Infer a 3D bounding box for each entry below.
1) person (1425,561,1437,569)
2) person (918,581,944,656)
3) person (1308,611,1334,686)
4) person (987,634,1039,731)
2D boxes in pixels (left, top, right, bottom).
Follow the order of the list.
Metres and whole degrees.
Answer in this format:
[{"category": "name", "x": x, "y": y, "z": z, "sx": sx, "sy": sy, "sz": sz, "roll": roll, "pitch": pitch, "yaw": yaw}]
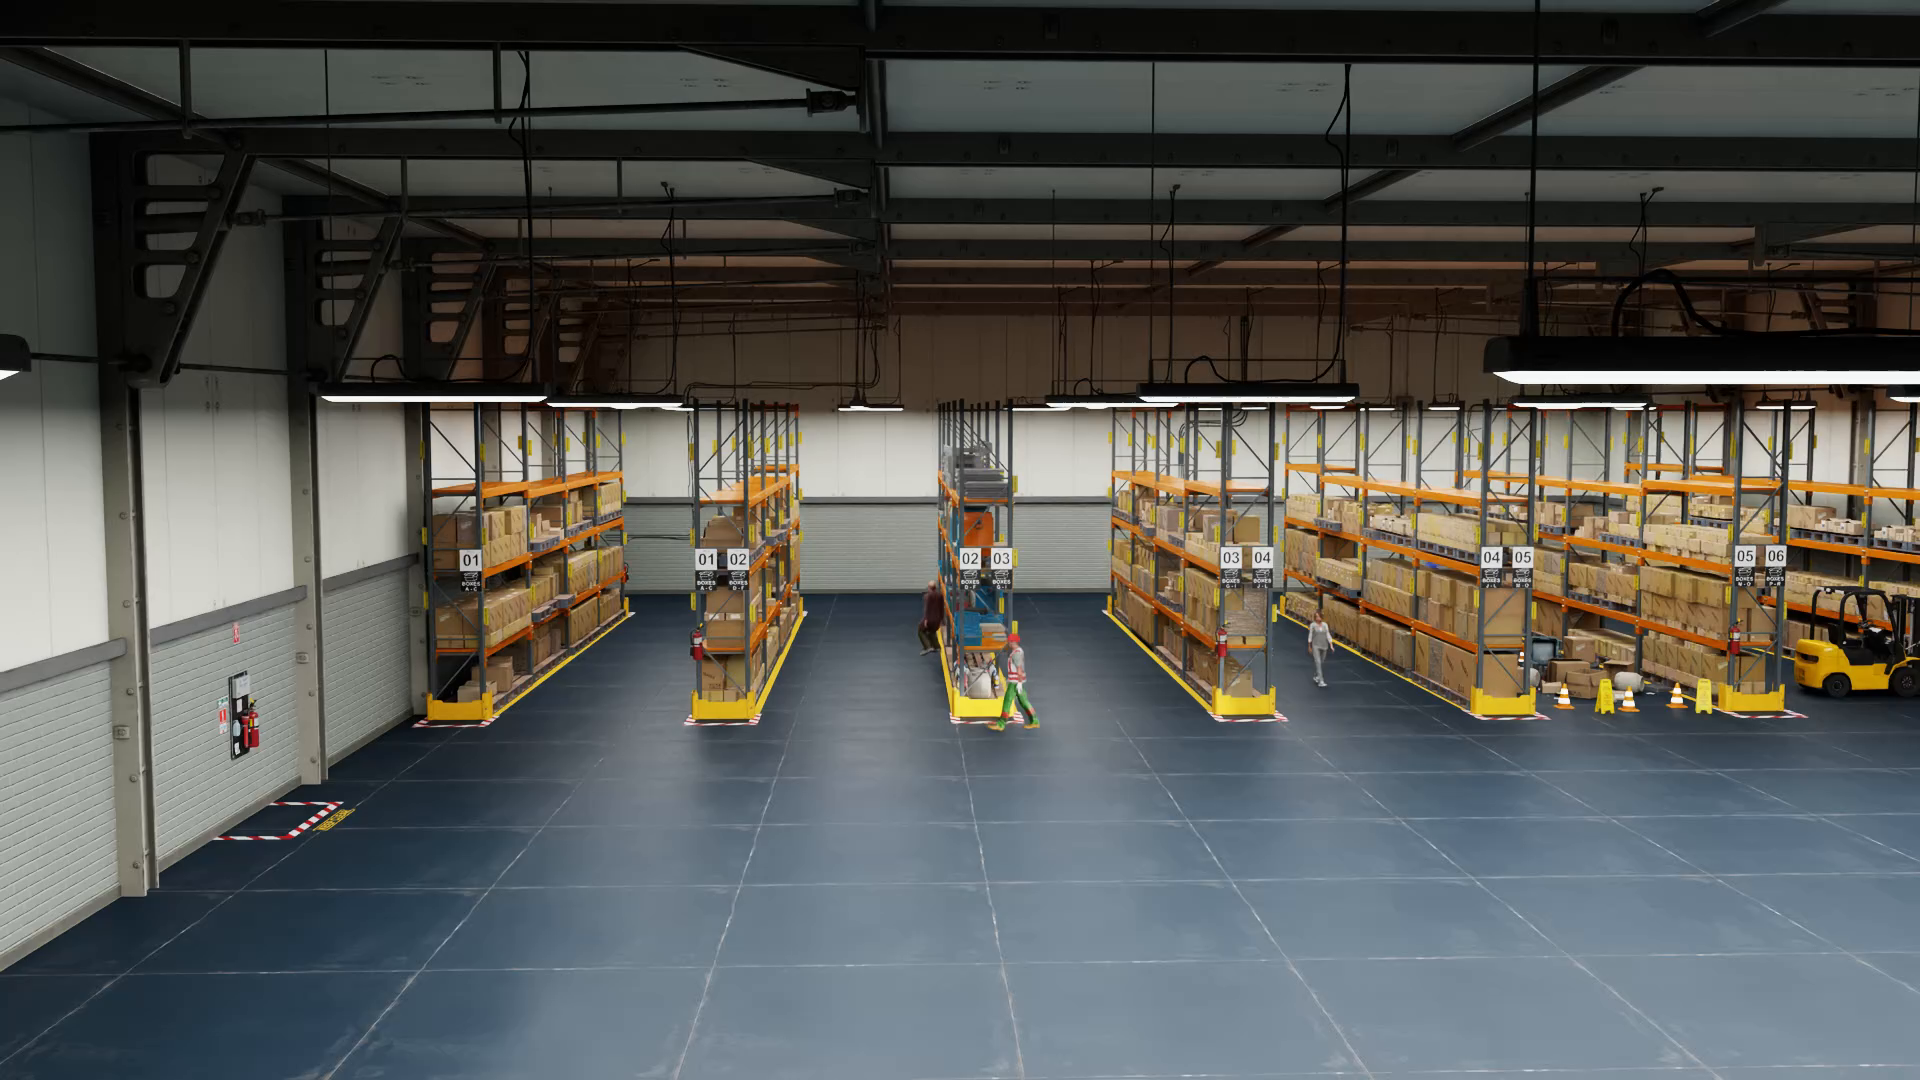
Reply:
[{"category": "person", "x": 13.996, "y": 1.161, "z": 49.288, "sx": 0.923, "sy": 1.614, "sz": 0.446, "roll": -1, "pitch": 4, "yaw": -7}, {"category": "person", "x": -0.613, "y": 1.818, "z": 37.848, "sx": 0.615, "sy": 1.659, "sz": 0.646, "roll": -3, "pitch": 5, "yaw": -34}, {"category": "person", "x": 7.585, "y": 2.274, "z": 34.962, "sx": 0.446, "sy": 1.553, "sz": 0.893, "roll": -1, "pitch": 4, "yaw": -8}, {"category": "person", "x": 0.973, "y": 2.568, "z": 30.060, "sx": 0.911, "sy": 1.753, "sz": 0.565, "roll": 1, "pitch": 4, "yaw": 8}]
